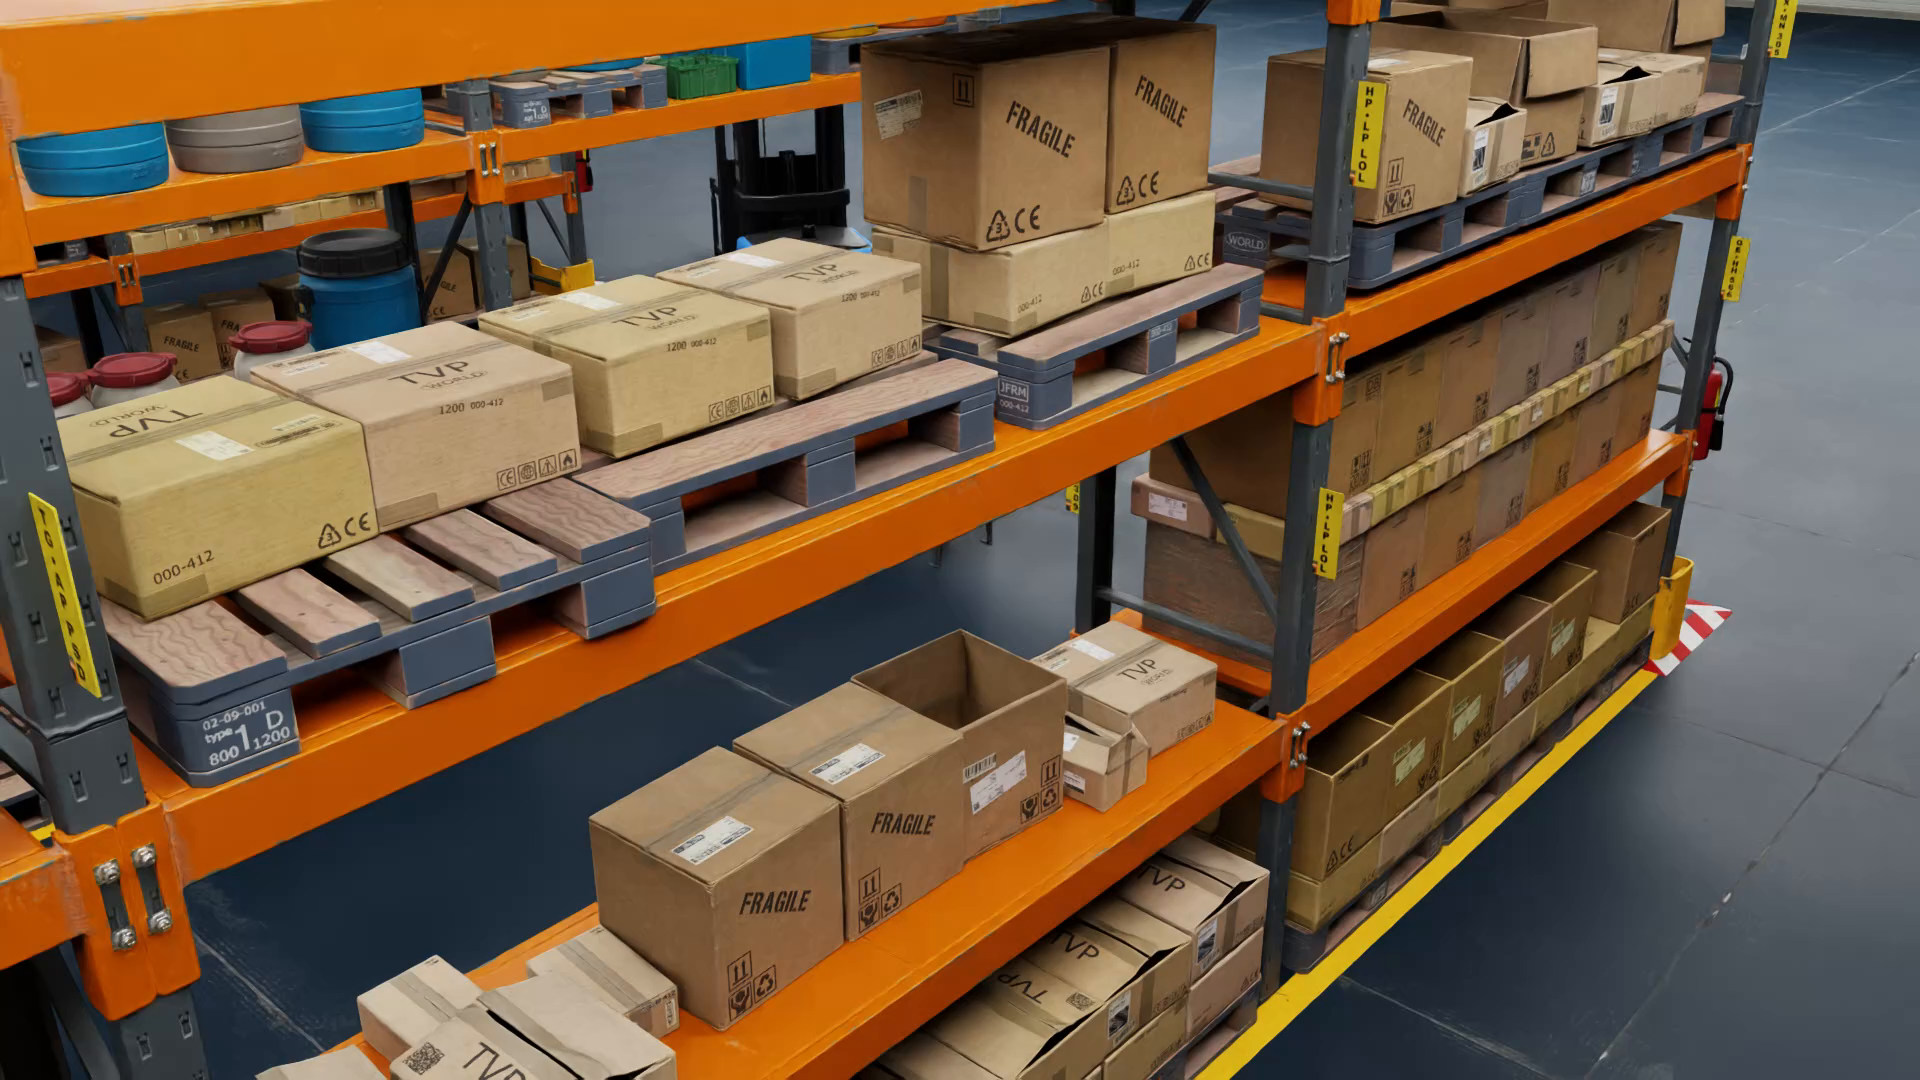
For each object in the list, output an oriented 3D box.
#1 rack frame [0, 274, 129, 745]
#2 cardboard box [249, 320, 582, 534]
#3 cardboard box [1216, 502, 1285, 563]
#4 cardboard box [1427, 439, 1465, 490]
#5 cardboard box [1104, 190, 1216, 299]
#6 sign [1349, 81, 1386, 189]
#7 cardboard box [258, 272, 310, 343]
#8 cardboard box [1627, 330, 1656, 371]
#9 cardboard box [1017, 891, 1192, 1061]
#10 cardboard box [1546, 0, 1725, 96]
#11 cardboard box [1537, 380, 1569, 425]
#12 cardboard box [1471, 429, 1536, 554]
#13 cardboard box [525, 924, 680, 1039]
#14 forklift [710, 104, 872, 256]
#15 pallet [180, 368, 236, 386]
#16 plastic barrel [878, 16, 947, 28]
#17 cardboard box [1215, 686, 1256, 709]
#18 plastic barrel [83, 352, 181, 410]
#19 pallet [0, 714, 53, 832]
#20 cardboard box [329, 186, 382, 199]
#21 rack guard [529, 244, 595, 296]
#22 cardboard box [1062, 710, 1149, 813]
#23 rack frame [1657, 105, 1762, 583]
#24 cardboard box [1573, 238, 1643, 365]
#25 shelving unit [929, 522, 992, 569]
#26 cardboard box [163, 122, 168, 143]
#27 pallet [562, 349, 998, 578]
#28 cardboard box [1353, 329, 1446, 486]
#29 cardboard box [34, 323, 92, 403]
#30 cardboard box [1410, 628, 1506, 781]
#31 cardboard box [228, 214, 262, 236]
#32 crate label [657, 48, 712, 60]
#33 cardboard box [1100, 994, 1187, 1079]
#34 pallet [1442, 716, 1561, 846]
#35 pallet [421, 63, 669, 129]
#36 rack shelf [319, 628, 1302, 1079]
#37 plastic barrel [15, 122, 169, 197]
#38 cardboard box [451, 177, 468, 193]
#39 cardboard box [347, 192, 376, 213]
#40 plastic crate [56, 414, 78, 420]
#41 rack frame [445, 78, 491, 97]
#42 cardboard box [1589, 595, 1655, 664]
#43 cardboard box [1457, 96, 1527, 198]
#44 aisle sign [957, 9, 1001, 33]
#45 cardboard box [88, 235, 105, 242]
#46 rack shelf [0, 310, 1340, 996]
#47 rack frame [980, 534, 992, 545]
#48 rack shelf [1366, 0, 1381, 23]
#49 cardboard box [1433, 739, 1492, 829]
[{"bbox_3d":[-1.797,-1.194,2.413,1.000,3.000,0.127,20,31,38],"label":"rack frame"},{"bbox_3d":[-1.200,-0.266,3.681,0.500,0.250,0.500,21,32,39],"label":"cardboard box"},{"bbox_3d":[1.196,-0.045,6.270,0.380,0.149,0.250,20,31,37],"label":"cardboard box"},{"bbox_3d":[1.877,-0.357,6.965,0.380,0.149,0.250,19,30,36],"label":"cardboard box"},{"bbox_3d":[0.454,-0.982,5.277,0.500,0.250,0.500,-20,31,-38],"label":"cardboard box"},{"bbox_3d":[1.283,-1.278,5.251,0.100,0.325,0.005,20,31,38],"label":"sign"},{"bbox_3d":[-5.473,-1.930,13.930,0.500,0.500,0.500,17,29,33],"label":"cardboard box"},{"bbox_3d":[3.255,-0.987,8.369,0.380,0.149,0.250,21,32,39],"label":"cardboard box"},{"bbox_3d":[0.473,1.494,5.913,0.500,0.311,0.500,21,32,39],"label":"cardboard box"},{"bbox_3d":[3.156,-2.391,7.939,0.637,0.503,0.797,-22,32,-39],"label":"cardboard box"},{"bbox_3d":[2.566,-0.672,7.667,0.380,0.149,0.250,21,32,39],"label":"cardboard box"},{"bbox_3d":[2.190,-0.328,7.693,0.700,0.500,0.500,21,32,39],"label":"cardboard box"},{"bbox_3d":[-0.988,1.255,4.593,0.250,0.149,0.380,-21,32,-39],"label":"cardboard box"},{"bbox_3d":[-1.595,-3.203,14.311,1.130,2.935,3.031,-8,25,-18],"label":"forklift"},{"bbox_3d":[-6.080,-1.323,13.442,1.003,0.211,1.213,20,31,38],"label":"pallet"},{"bbox_3d":[-0.374,-3.821,10.900,0.600,0.830,0.708,20,31,38],"label":"plastic barrel"},{"bbox_3d":[1.362,0.696,7.462,0.500,0.500,0.500,20,31,38],"label":"cardboard box"},{"bbox_3d":[-4.105,-0.635,8.335,0.433,0.535,0.433,0,24,0],"label":"plastic barrel"},{"bbox_3d":[-4.937,1.237,7.733,1.003,0.211,1.213,20,31,38],"label":"pallet"},{"bbox_3d":[-5.173,-3.146,13.615,0.875,0.500,0.500,20,31,38],"label":"cardboard box"},{"bbox_3d":[-3.883,-2.436,15.572,1.175,0.500,0.348,20,31,38],"label":"rack guard"},{"bbox_3d":[0.423,0.705,5.677,0.396,0.266,0.258,19,31,36],"label":"cardboard box"},{"bbox_3d":[3.542,-0.894,9.076,1.000,3.000,0.127,20,31,38],"label":"rack frame"},{"bbox_3d":[2.839,-1.215,8.085,0.700,0.500,0.500,19,30,36],"label":"cardboard box"},{"bbox_3d":[-0.110,-0.908,10.208,0.431,2.100,0.503,20,31,38],"label":"shelving unit"},{"bbox_3d":[-6.012,-3.086,12.259,0.500,0.500,0.500,20,31,38],"label":"cardboard box"},{"bbox_3d":[-0.666,-0.311,4.343,1.003,0.211,1.213,22,32,40],"label":"pallet"},{"bbox_3d":[1.500,-0.604,6.722,0.700,0.500,0.500,20,31,37],"label":"cardboard box"},{"bbox_3d":[-6.928,-1.260,12.411,0.700,0.500,0.500,17,29,34],"label":"cardboard box"},{"bbox_3d":[2.083,0.686,7.486,0.500,0.500,0.500,20,31,38],"label":"cardboard box"},{"bbox_3d":[-5.652,-2.485,12.932,0.380,0.149,0.250,20,31,38],"label":"cardboard box"},{"bbox_3d":[-1.639,-3.068,10.442,0.502,0.251,0.408,20,31,38],"label":"crate label"},{"bbox_3d":[0.473,1.747,6.034,0.500,0.250,0.500,20,31,37],"label":"cardboard box"},{"bbox_3d":[2.249,0.993,8.277,1.003,0.211,1.213,20,31,38],"label":"pallet"},{"bbox_3d":[-2.405,-2.558,9.352,1.213,0.211,1.003,20,31,38],"label":"pallet"},{"bbox_3d":[-0.462,1.263,5.147,1.077,0.370,4.000,20,31,38],"label":"rack shelf"},{"bbox_3d":[-3.864,-2.013,7.295,0.600,0.901,0.708,20,31,38],"label":"plastic barrel"},{"bbox_3d":[-4.343,-3.104,14.313,0.380,0.149,0.250,20,31,38],"label":"cardboard box"},{"bbox_3d":[-5.010,-2.799,13.633,0.380,0.149,0.250,20,31,38],"label":"cardboard box"},{"bbox_3d":[-4.177,-0.248,7.558,0.402,0.464,0.583,20,31,38],"label":"plastic crate"},{"bbox_3d":[-2.814,-3.766,8.150,1.000,3.000,0.127,20,31,38],"label":"rack frame"},{"bbox_3d":[3.404,0.414,9.009,0.500,0.250,0.500,20,31,38],"label":"cardboard box"},{"bbox_3d":[1.766,-1.504,6.197,0.500,0.311,0.500,18,30,35],"label":"cardboard box"},{"bbox_3d":[0.125,-3.374,11.432,0.394,0.787,0.004,20,31,38],"label":"aisle sign"},{"bbox_3d":[-6.577,-2.412,12.770,0.380,0.149,0.250,20,31,38],"label":"cardboard box"},{"bbox_3d":[-0.462,-0.106,4.533,1.077,0.370,4.000,20,31,38],"label":"rack shelf"},{"bbox_3d":[0.052,-0.982,10.374,0.400,2.100,0.015,20,31,38],"label":"rack frame"},{"bbox_3d":[2.207,-2.511,6.719,1.077,0.370,4.000,20,31,38],"label":"rack shelf"},{"bbox_3d":[2.083,1.028,7.639,0.500,0.250,0.500,20,31,38],"label":"cardboard box"}]
